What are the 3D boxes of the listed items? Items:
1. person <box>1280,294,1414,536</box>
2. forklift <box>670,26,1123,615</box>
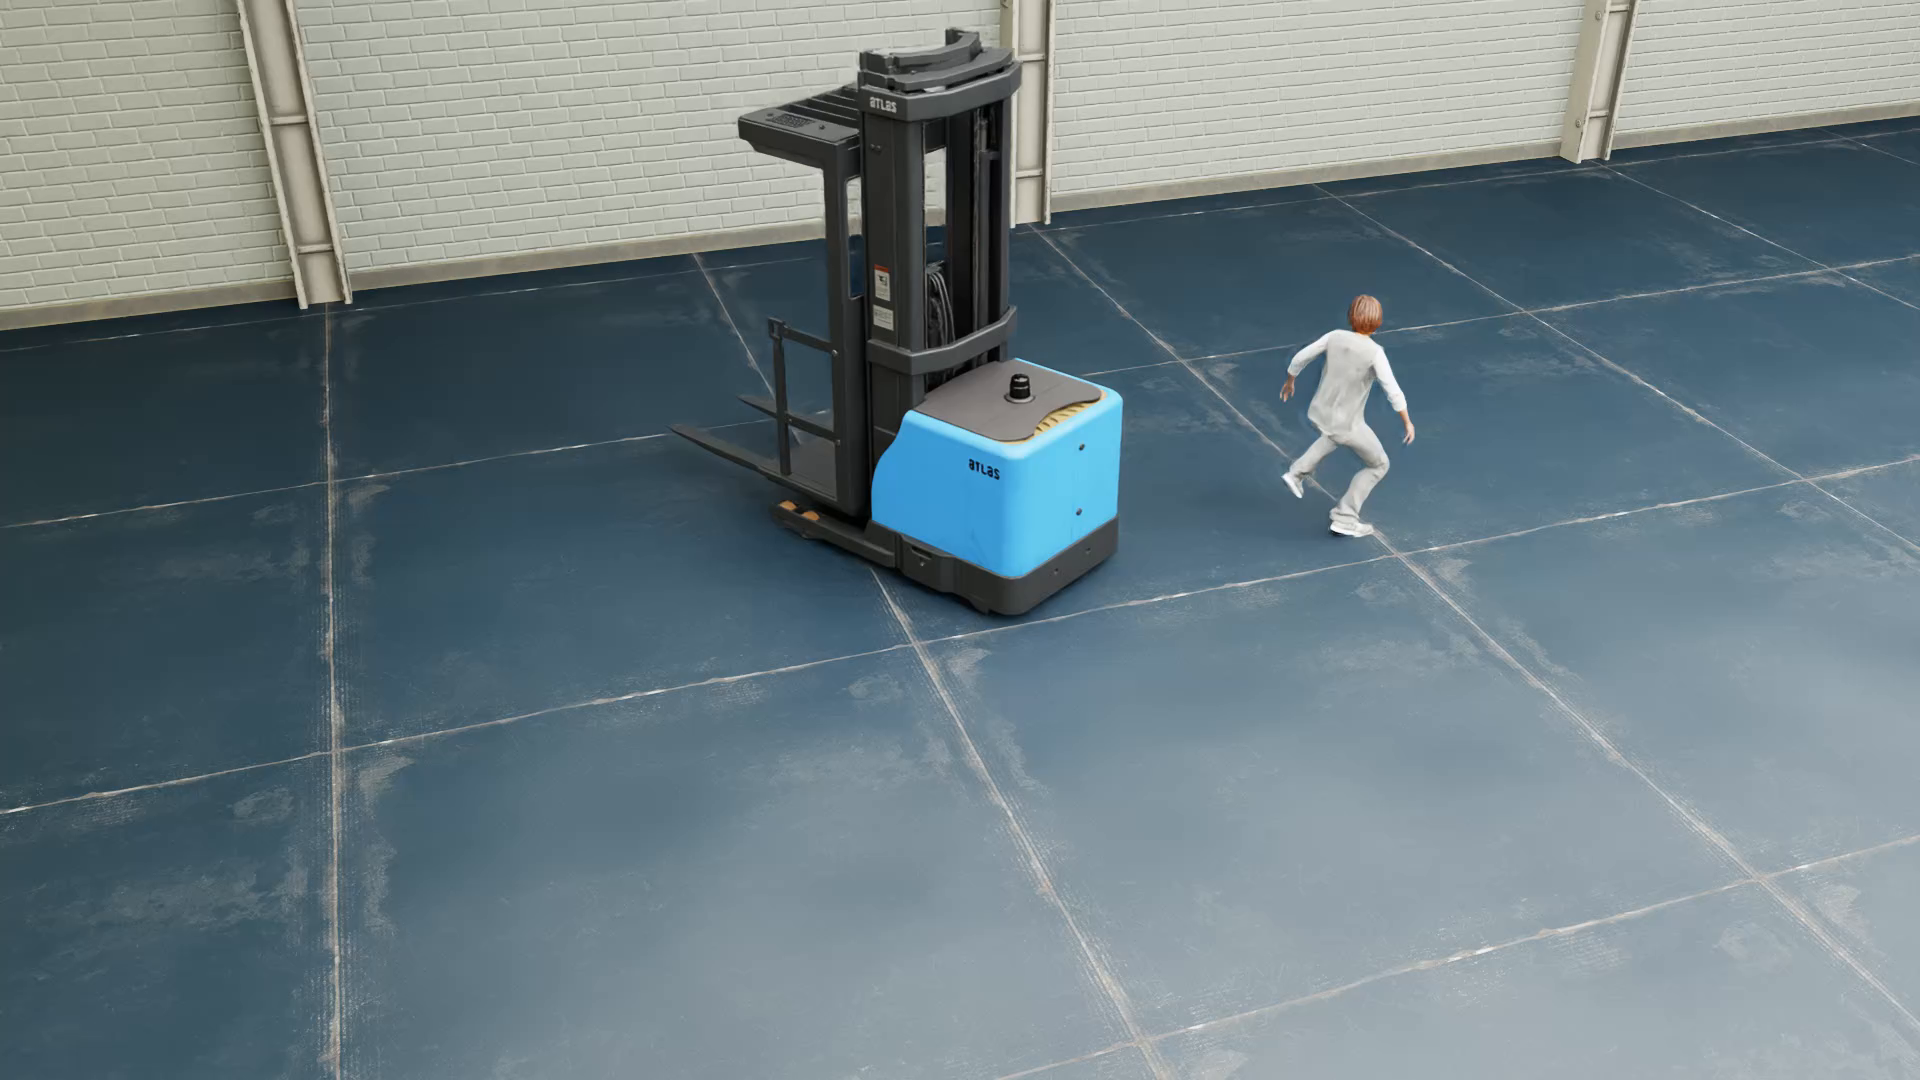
[{"bbox_3d":[2.285,-0.756,9.877,0.474,1.495,0.742,-17,34,-27],"label":"person"},{"bbox_3d":[-0.525,-1.456,9.618,3.031,2.935,1.130,23,37,34],"label":"forklift"}]
